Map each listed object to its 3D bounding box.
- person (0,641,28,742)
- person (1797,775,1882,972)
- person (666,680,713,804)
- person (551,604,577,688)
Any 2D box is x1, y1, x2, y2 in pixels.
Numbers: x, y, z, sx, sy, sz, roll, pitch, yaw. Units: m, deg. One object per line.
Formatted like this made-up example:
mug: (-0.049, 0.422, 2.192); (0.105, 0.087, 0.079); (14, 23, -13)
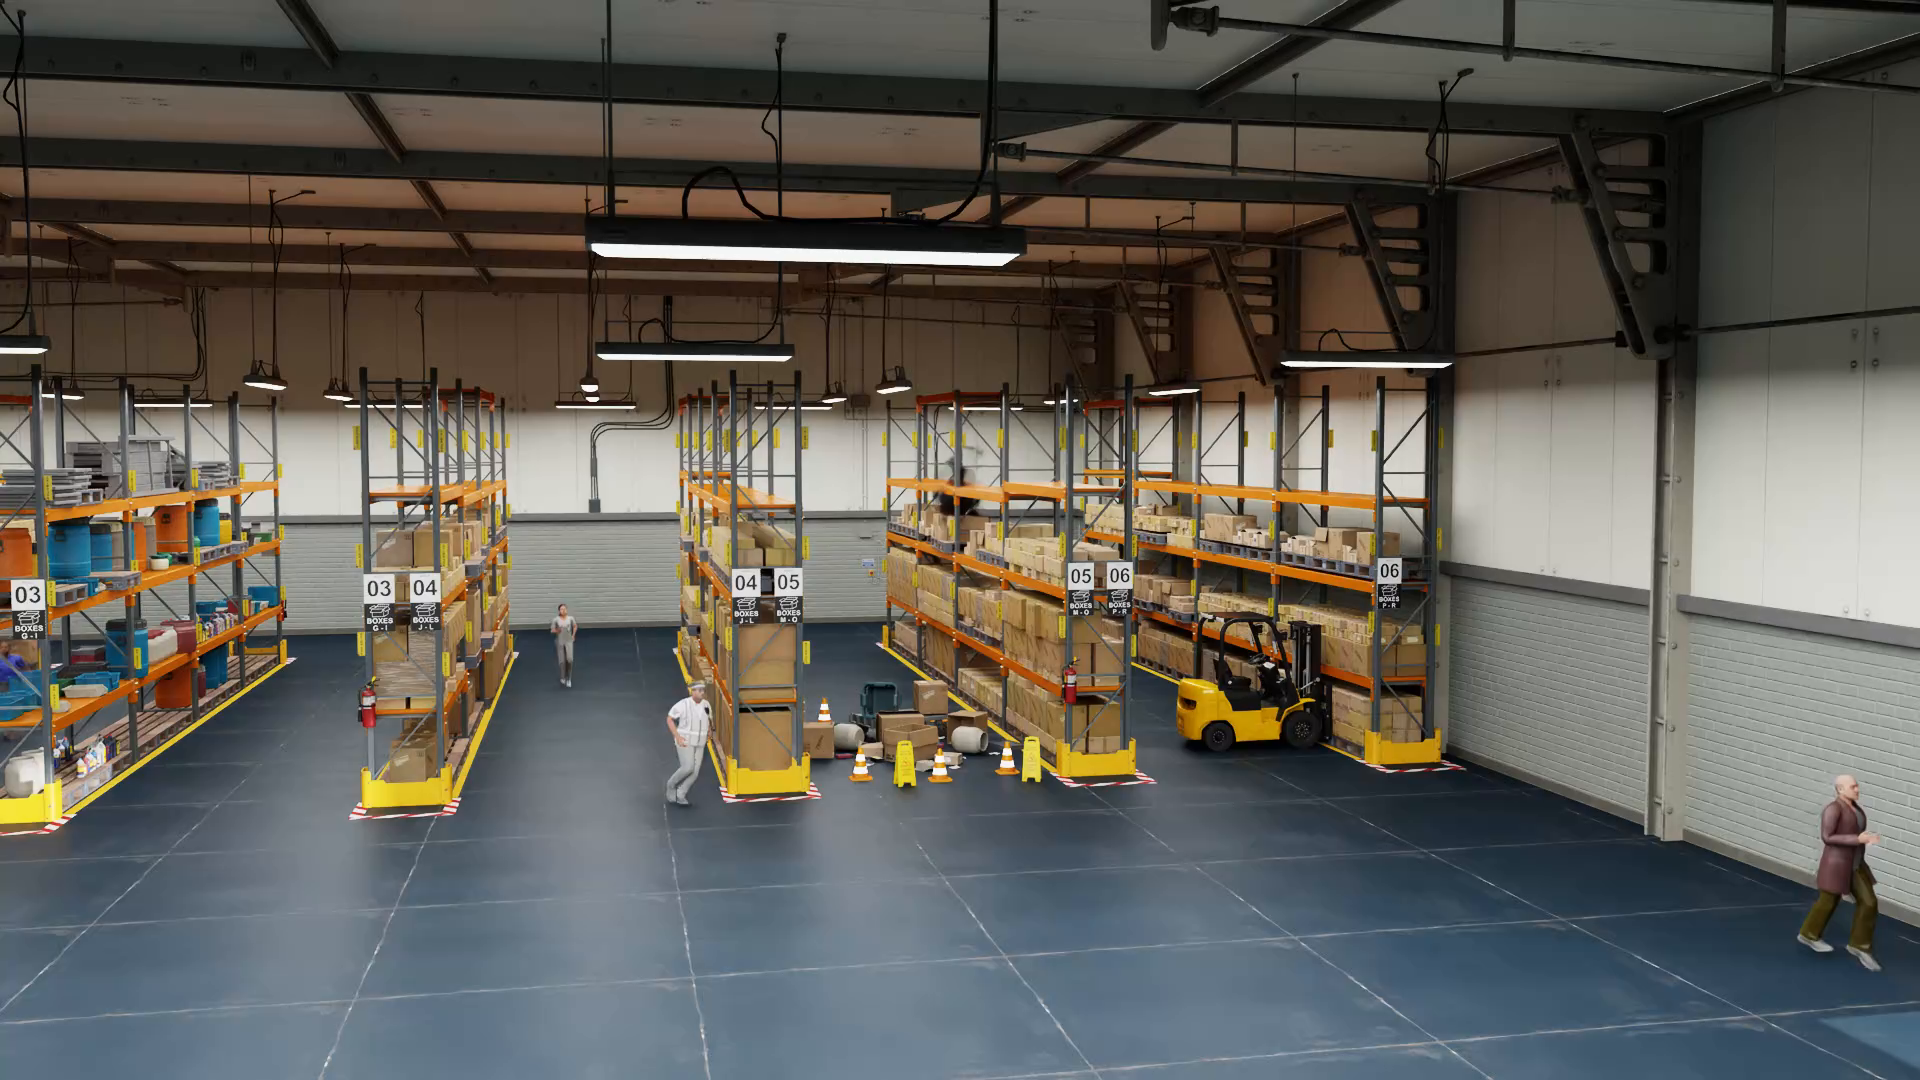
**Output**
person: (-15.907, 2.532, 27.764); (0.554, 1.701, 0.694); (-1, 4, -21)
person: (8.470, 3.159, 15.960); (0.699, 1.837, 0.811); (-2, 4, -27)
person: (-3.670, 2.781, 22.956); (0.673, 1.707, 0.577); (-3, 5, -43)
person: (-8.073, 2.152, 33.925); (0.544, 1.708, 0.686); (-1, 4, -16)
